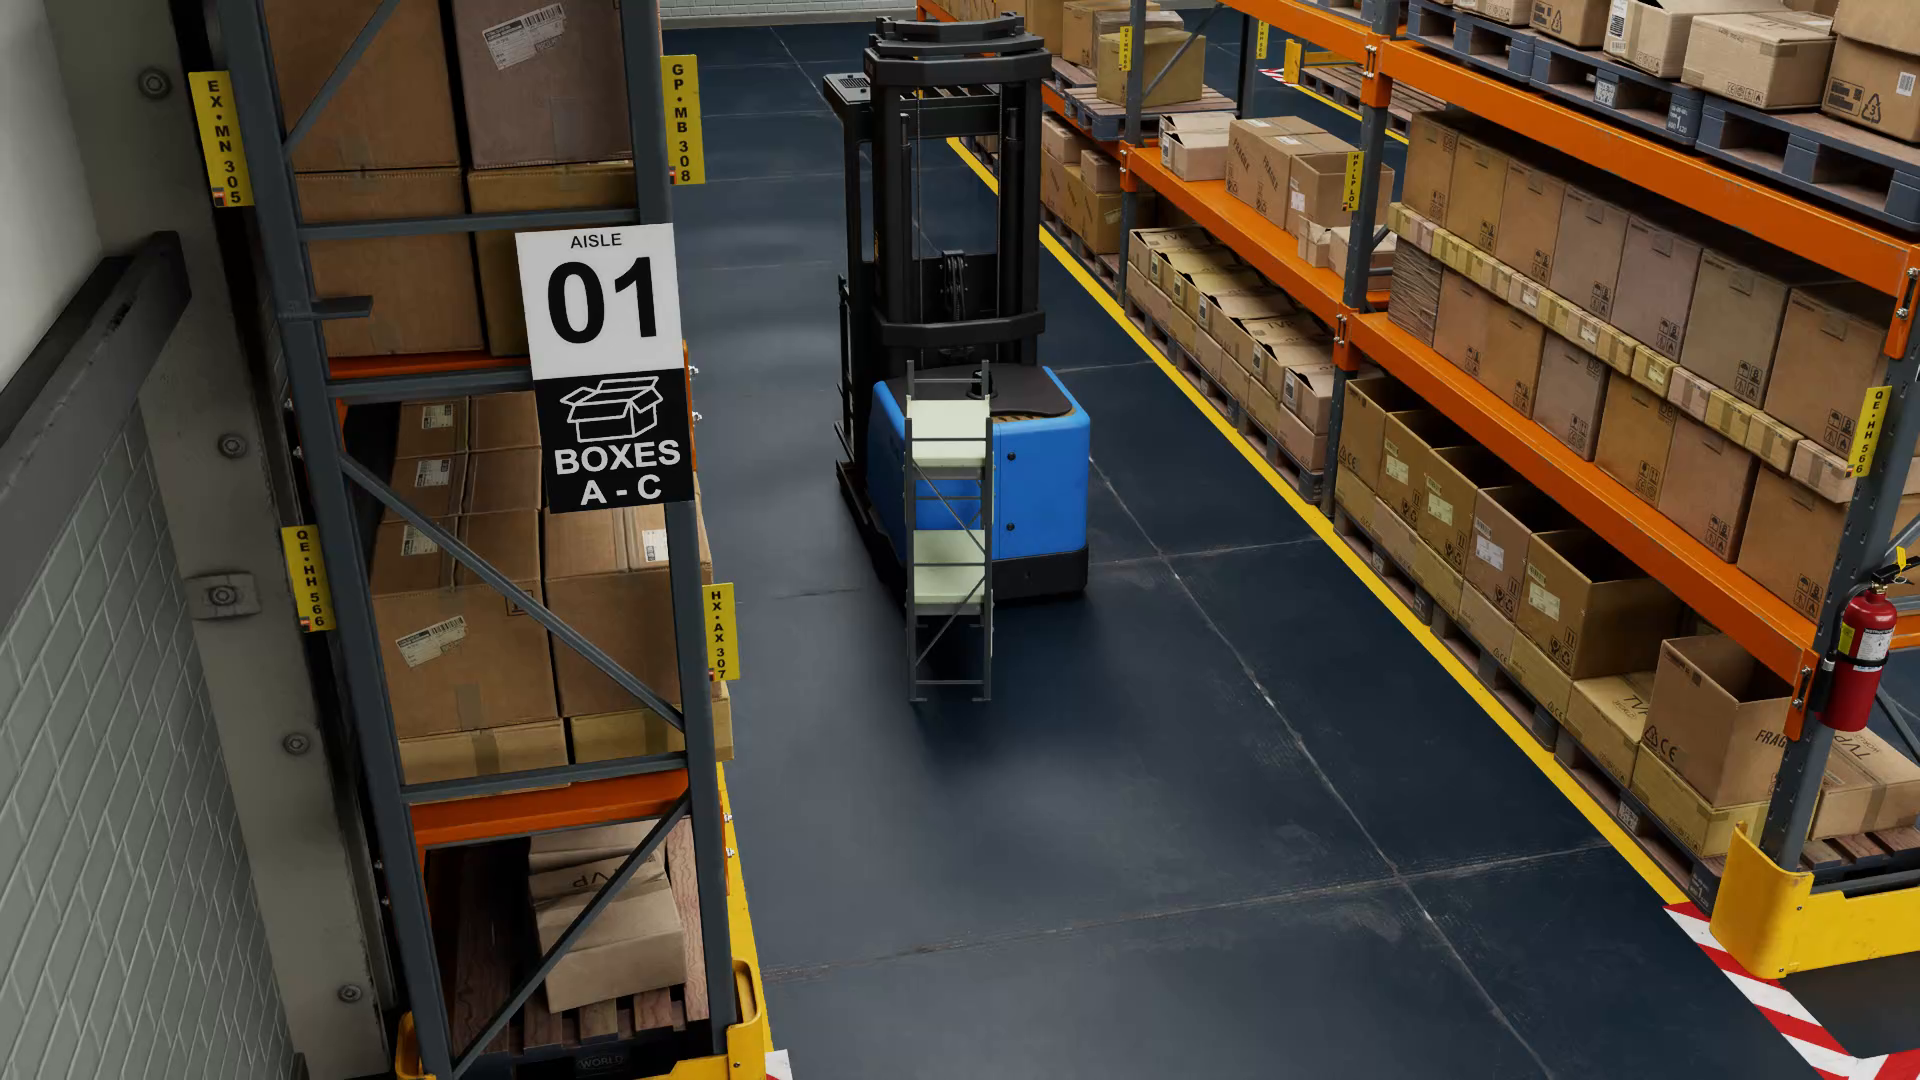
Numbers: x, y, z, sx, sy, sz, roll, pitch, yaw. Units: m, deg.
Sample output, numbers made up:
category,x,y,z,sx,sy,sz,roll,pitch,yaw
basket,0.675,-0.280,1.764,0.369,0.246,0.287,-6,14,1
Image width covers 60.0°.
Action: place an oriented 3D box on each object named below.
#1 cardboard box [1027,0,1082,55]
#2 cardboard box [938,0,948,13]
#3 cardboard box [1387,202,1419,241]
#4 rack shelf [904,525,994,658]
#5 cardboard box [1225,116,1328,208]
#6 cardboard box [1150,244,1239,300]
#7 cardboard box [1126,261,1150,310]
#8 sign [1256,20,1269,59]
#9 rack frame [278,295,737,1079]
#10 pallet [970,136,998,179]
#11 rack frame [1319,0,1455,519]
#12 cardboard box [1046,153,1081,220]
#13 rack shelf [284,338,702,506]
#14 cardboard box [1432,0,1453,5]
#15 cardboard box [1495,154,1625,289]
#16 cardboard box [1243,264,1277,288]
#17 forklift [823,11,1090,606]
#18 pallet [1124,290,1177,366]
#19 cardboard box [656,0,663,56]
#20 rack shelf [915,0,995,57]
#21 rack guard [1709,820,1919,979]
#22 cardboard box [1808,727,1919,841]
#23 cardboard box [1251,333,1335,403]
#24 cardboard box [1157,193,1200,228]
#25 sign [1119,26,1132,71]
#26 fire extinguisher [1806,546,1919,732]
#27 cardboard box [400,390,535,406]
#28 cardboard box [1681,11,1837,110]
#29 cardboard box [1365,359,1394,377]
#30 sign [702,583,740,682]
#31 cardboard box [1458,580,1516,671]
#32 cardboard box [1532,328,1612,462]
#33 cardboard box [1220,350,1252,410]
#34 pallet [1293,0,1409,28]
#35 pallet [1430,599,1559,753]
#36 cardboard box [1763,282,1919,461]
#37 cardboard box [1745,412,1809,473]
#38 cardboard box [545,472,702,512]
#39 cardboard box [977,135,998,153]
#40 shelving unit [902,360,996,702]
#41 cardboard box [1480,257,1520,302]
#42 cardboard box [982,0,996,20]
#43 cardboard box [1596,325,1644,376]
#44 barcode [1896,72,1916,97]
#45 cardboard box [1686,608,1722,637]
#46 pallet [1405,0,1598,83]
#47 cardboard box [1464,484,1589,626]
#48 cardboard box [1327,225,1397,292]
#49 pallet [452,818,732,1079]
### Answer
category,x,y,z,sx,sy,sz,roll,pitch,yaw
cardboard box,0.988,-4.762,15.278,0.700,0.500,0.500,-2,27,-3
cardboard box,0.055,-6.188,18.570,0.500,0.500,0.500,-6,27,-12
cardboard box,2.557,-1.740,9.038,0.380,0.149,0.250,-6,27,-12
rack shelf,-0.055,0.246,8.322,0.431,0.370,0.720,0,27,-1
cardboard box,2.177,-2.609,11.480,0.500,0.500,0.500,-7,28,-14
cardboard box,1.742,-2.020,12.387,0.500,0.311,0.500,-7,28,-13
cardboard box,1.615,-2.000,12.969,0.500,0.250,0.500,-6,27,-12
sign,2.323,-3.874,12.812,0.100,0.325,0.005,-6,27,-12
rack frame,-1.239,0.717,5.000,1.000,3.000,0.127,-6,27,-12
pallet,0.728,-4.112,17.663,1.003,0.211,1.213,-6,27,-12
rack frame,2.685,-1.544,9.479,1.000,3.000,0.127,-6,27,-12
cardboard box,1.103,-3.224,15.094,0.500,0.500,0.500,-7,28,-14
rack shelf,-1.690,-1.179,6.226,1.077,0.370,4.000,-6,27,-12
cardboard box,2.541,-2.929,8.163,0.500,0.500,0.500,-4,27,-7
cardboard box,3.018,-1.532,7.905,0.700,0.500,0.500,-6,27,-12
cardboard box,2.376,-1.856,12.060,0.500,0.311,0.500,-6,27,-12
forklift,-0.150,-1.584,9.636,1.130,2.935,3.031,-6,27,-12
pallet,1.931,-1.689,12.863,1.003,0.211,1.213,-6,27,-12
cardboard box,-1.153,-1.541,4.902,0.500,0.500,0.500,-6,27,-12
rack shelf,0.431,-5.612,18.339,1.077,0.370,4.000,-6,27,-12
rack guard,3.592,1.339,6.543,1.175,0.500,0.348,-6,27,-12
cardboard box,3.682,0.994,7.036,0.500,0.250,0.500,-6,27,-12
cardboard box,2.191,-1.130,10.624,0.500,0.311,0.500,-5,27,-10
cardboard box,1.959,-2.609,13.876,0.500,0.500,0.500,-5,27,-9
sign,1.257,-3.722,12.598,0.100,0.325,0.005,-6,27,-12
fire extinguisher,3.160,0.346,5.821,0.296,0.674,0.183,-6,27,-12
cardboard box,-1.890,-0.415,6.554,0.500,0.500,0.500,-6,27,-11
cardboard box,3.070,-1.788,6.180,0.500,0.250,0.500,-6,27,-12
cardboard box,2.834,-0.961,10.287,0.500,0.311,0.500,-6,27,-11
sign,-0.710,0.275,4.915,0.100,0.325,0.005,-6,27,-12
cardboard box,2.828,0.390,8.234,0.500,0.250,0.500,-6,27,-12
cardboard box,3.142,-0.718,7.732,0.700,0.500,0.500,-5,27,-10
cardboard box,2.081,-1.103,11.192,0.500,0.250,0.500,-5,27,-10
pallet,2.473,-3.183,9.611,0.805,0.209,1.217,-7,28,-14
pallet,3.102,0.591,8.344,1.003,0.211,1.213,-6,27,-12
cardboard box,3.482,-0.641,6.140,0.700,0.500,0.500,-6,27,-11
cardboard box,3.254,-0.385,6.353,0.380,0.149,0.250,-5,27,-10
cardboard box,-1.156,-0.018,5.768,0.500,0.500,0.500,-6,27,-11
cardboard box,0.477,-4.357,17.340,0.500,0.500,0.500,-6,27,-12
shelving unit,-0.055,-0.045,8.175,0.431,1.500,0.755,0,27,-1
cardboard box,2.788,-1.292,8.150,0.380,0.149,0.250,-7,28,-13
cardboard box,0.519,-5.294,16.798,0.500,0.500,0.500,-6,27,-11
cardboard box,3.021,-0.838,7.251,0.380,0.149,0.250,-5,27,-10
barcode,3.048,-1.469,5.359,0.001,0.075,0.075,-6,27,-12
cardboard box,3.568,0.440,7.302,0.500,0.500,0.500,-6,27,-12
pallet,2.902,-2.471,8.087,1.003,0.211,1.213,-6,27,-12
cardboard box,2.824,0.055,8.065,0.500,0.500,0.500,-6,27,-12
cardboard box,2.531,-1.688,9.932,0.500,0.250,0.500,-4,27,-8
pallet,-1.405,1.568,6.408,1.003,0.211,1.213,-6,27,-12
